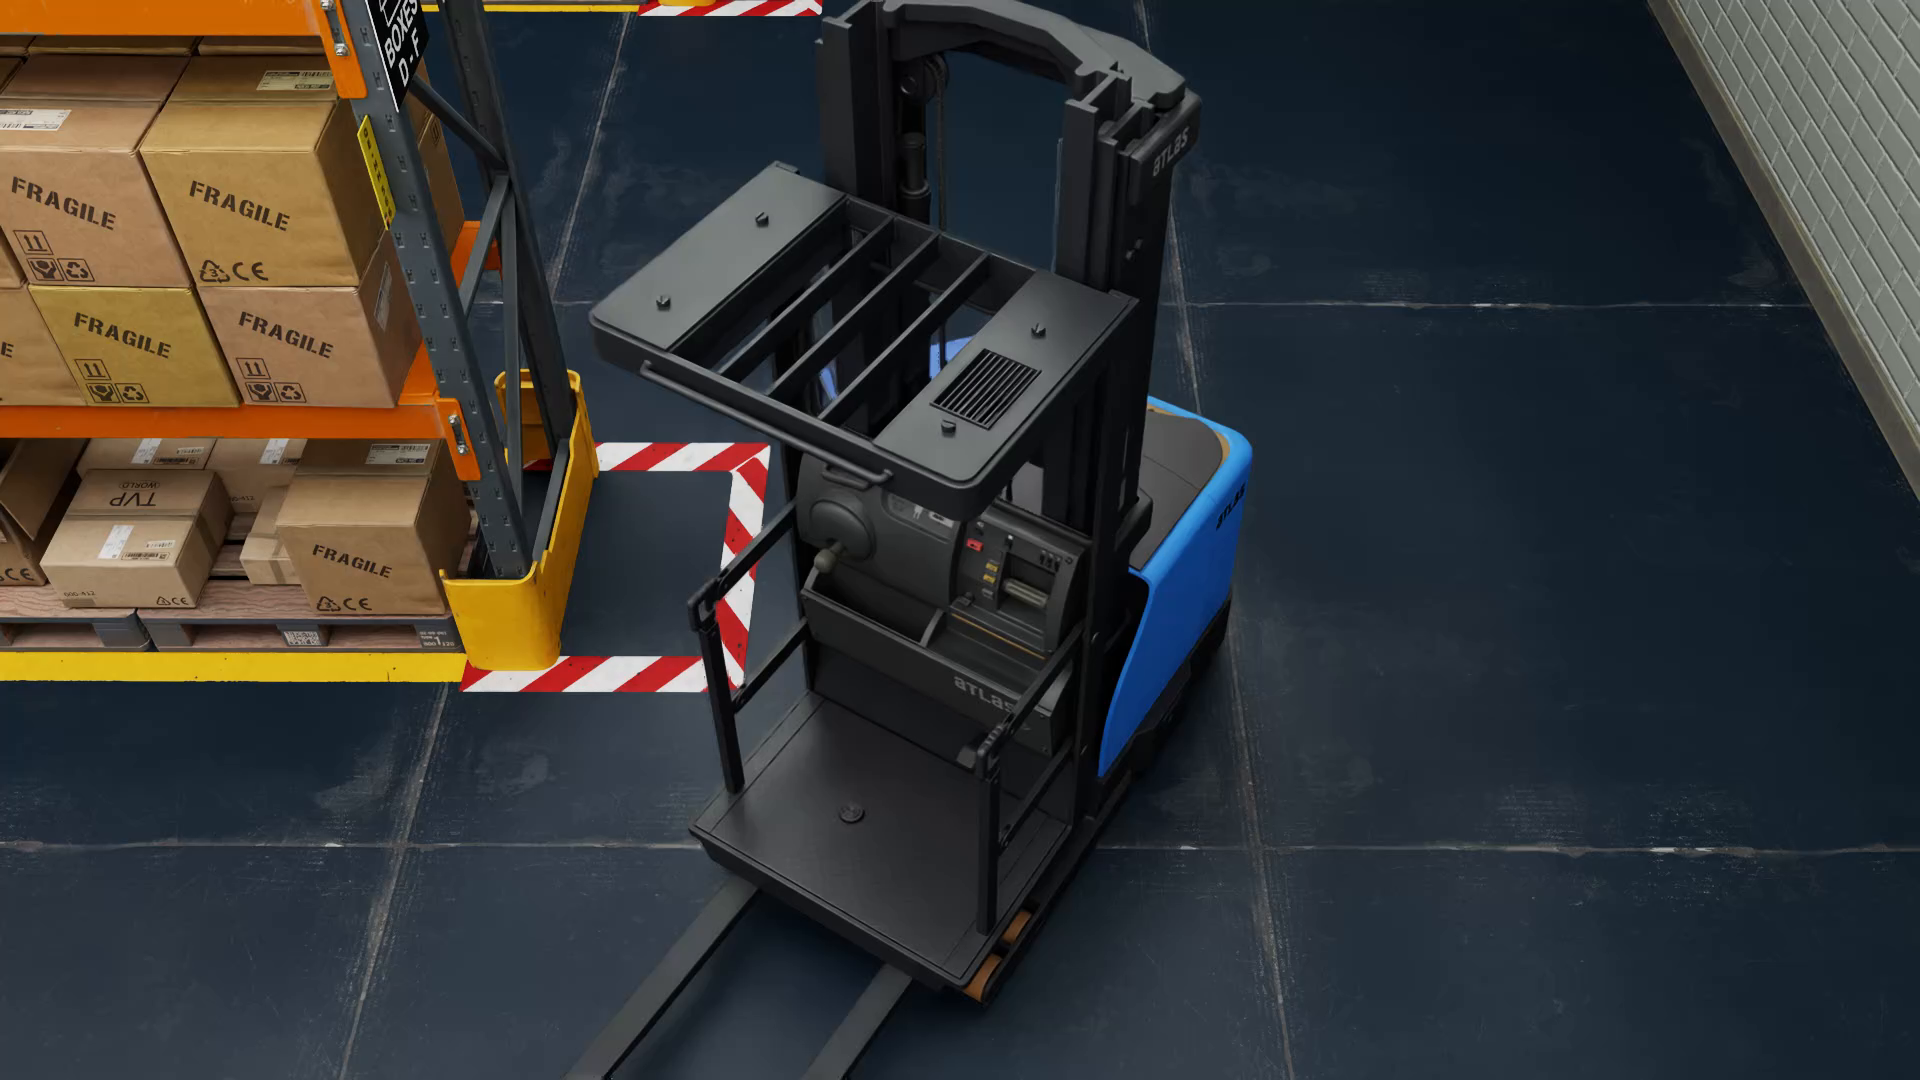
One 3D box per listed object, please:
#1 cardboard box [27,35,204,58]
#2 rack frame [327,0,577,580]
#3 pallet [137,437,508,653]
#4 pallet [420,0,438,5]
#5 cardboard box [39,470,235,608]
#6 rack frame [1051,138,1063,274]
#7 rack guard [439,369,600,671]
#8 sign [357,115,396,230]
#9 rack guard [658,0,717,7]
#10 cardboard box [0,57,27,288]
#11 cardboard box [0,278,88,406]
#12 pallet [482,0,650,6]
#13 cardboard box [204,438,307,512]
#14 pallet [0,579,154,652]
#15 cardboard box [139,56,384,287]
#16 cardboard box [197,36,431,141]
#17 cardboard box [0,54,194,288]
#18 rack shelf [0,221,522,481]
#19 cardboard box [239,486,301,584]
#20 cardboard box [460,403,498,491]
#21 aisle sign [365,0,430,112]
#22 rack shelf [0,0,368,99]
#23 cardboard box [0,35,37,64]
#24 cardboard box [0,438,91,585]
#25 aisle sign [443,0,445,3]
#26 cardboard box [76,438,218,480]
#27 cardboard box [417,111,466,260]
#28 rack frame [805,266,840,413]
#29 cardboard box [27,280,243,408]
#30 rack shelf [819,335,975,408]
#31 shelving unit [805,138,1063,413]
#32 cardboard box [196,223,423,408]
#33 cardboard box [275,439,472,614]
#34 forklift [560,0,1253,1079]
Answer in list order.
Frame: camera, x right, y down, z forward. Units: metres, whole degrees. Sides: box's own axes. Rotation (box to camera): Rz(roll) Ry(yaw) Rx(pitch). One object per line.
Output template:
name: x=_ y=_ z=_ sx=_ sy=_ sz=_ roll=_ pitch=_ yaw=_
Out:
cardboard box: x=-2.607 y=-1.515 z=5.440 sx=0.500 sy=0.500 sz=0.500 roll=1 pitch=47 yaw=1
rack frame: x=-1.641 y=-0.950 z=5.666 sx=0.127 sy=3.000 sz=1.000 roll=0 pitch=47 yaw=0
pallet: x=-2.515 y=-0.002 z=6.688 sx=1.213 sy=0.211 sz=1.003 roll=0 pitch=47 yaw=0
pallet: x=-3.643 y=-3.576 z=10.015 sx=1.213 sy=0.211 sz=1.003 roll=0 pitch=47 yaw=0
cardboard box: x=-3.136 y=-0.009 z=6.368 sx=0.500 sy=0.250 sz=0.500 roll=0 pitch=47 yaw=0
rack frame: x=0.460 y=-0.807 z=6.557 sx=0.032 sy=1.500 sz=0.500 roll=-15 pitch=49 yaw=-13
rack guard: x=-1.717 y=-0.099 z=6.581 sx=0.348 sy=0.500 sz=1.175 roll=0 pitch=47 yaw=0
sign: x=-1.664 y=-1.046 z=4.748 sx=0.005 sy=0.325 sz=0.100 roll=0 pitch=47 yaw=0
rack guard: x=-1.603 y=-3.724 z=9.956 sx=0.348 sy=0.500 sz=1.175 roll=0 pitch=47 yaw=0
cardboard box: x=-3.111 y=-1.123 z=5.076 sx=0.500 sy=0.500 sz=0.500 roll=1 pitch=47 yaw=1
cardboard box: x=-3.108 y=-0.790 z=5.449 sx=0.500 sy=0.500 sz=0.500 roll=0 pitch=47 yaw=0
pallet: x=-2.427 y=-3.571 z=10.010 sx=1.213 sy=0.211 sz=1.003 roll=0 pitch=47 yaw=0
cardboard box: x=-2.684 y=-0.374 z=6.707 sx=0.500 sy=0.250 sz=0.500 roll=0 pitch=47 yaw=0
pallet: x=-3.732 y=-0.007 z=6.693 sx=1.213 sy=0.211 sz=1.003 roll=0 pitch=47 yaw=0
cardboard box: x=-2.088 y=-1.125 z=5.077 sx=0.500 sy=0.500 sz=0.500 roll=0 pitch=47 yaw=0
cardboard box: x=-2.084 y=-1.519 z=5.444 sx=0.500 sy=0.500 sz=0.500 roll=1 pitch=47 yaw=1
cardboard box: x=-2.593 y=-1.125 z=5.078 sx=0.500 sy=0.500 sz=0.500 roll=1 pitch=47 yaw=1
rack shelf: x=-3.641 y=-0.710 z=5.934 sx=4.000 sy=0.370 sz=1.077 roll=0 pitch=47 yaw=0
cardboard box: x=-2.591 y=-0.023 z=6.438 sx=0.250 sy=0.166 sz=0.380 roll=0 pitch=47 yaw=0
cardboard box: x=-2.059 y=-0.381 z=6.784 sx=0.250 sy=0.149 sz=0.380 roll=0 pitch=47 yaw=0
aisle sign: x=-1.574 y=-1.611 z=4.505 sx=0.004 sy=0.787 sz=0.394 roll=0 pitch=47 yaw=0
rack shelf: x=-3.641 y=-1.732 z=4.836 sx=4.000 sy=0.370 sz=1.077 roll=0 pitch=47 yaw=0
cardboard box: x=-3.107 y=-1.520 z=5.445 sx=0.500 sy=0.500 sz=0.500 roll=1 pitch=47 yaw=1
cardboard box: x=-3.763 y=-0.259 z=6.427 sx=0.637 sy=0.503 sz=0.797 roll=0 pitch=47 yaw=0
aisle sign: x=-1.572 y=-2.051 z=4.914 sx=0.004 sy=0.787 sz=0.394 roll=0 pitch=47 yaw=0
cardboard box: x=-3.184 y=-0.375 z=6.708 sx=0.500 sy=0.250 sz=0.500 roll=0 pitch=47 yaw=0
cardboard box: x=-2.084 y=-1.178 z=5.810 sx=0.500 sy=0.500 sz=0.500 roll=1 pitch=47 yaw=1
rack frame: x=-0.499 y=-0.558 z=6.326 sx=0.032 sy=1.500 sz=0.500 roll=-15 pitch=49 yaw=-13
cardboard box: x=-2.609 y=-0.785 z=5.444 sx=0.500 sy=0.500 sz=0.500 roll=1 pitch=47 yaw=0
rack shelf: x=-0.019 y=-0.560 z=6.573 sx=1.000 sy=0.185 sz=0.538 roll=-15 pitch=49 yaw=-13
shelving unit: x=-0.019 y=-0.683 z=6.442 sx=1.048 sy=1.500 sz=0.538 roll=-15 pitch=49 yaw=-13
cardboard box: x=-2.090 y=-0.786 z=5.445 sx=0.500 sy=0.500 sz=0.500 roll=1 pitch=47 yaw=1
cardboard box: x=-2.186 y=-0.069 z=6.253 sx=0.500 sy=0.500 sz=0.500 roll=0 pitch=47 yaw=0
forklift: x=-0.193 y=0.103 z=4.732 sx=1.130 sy=2.935 sz=3.031 roll=25 pitch=52 yaw=21
